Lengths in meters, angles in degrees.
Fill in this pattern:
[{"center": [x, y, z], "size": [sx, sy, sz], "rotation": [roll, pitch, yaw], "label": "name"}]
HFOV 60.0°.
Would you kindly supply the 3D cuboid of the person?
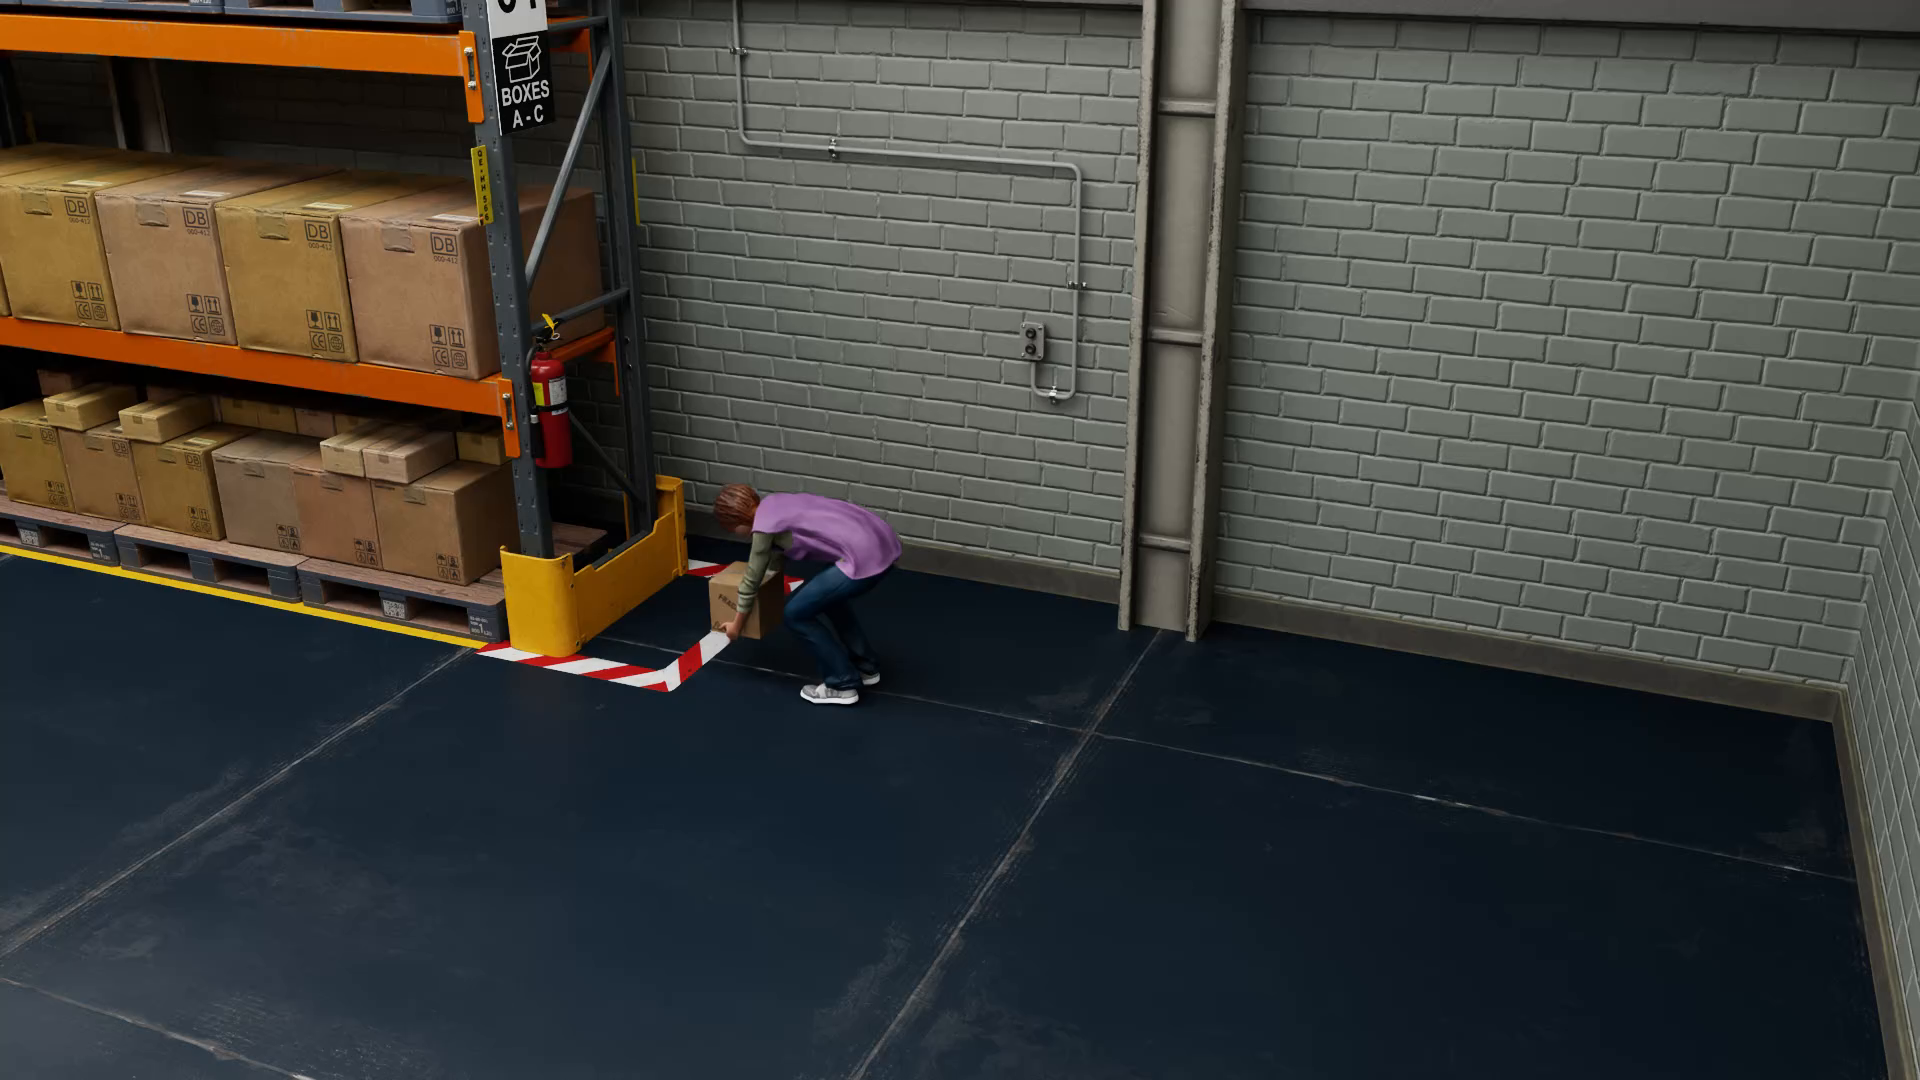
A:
[{"center": [-0.680, 0.231, 7.409], "size": [0.863, 0.937, 0.429], "rotation": [8, 24, 18], "label": "person"}]
